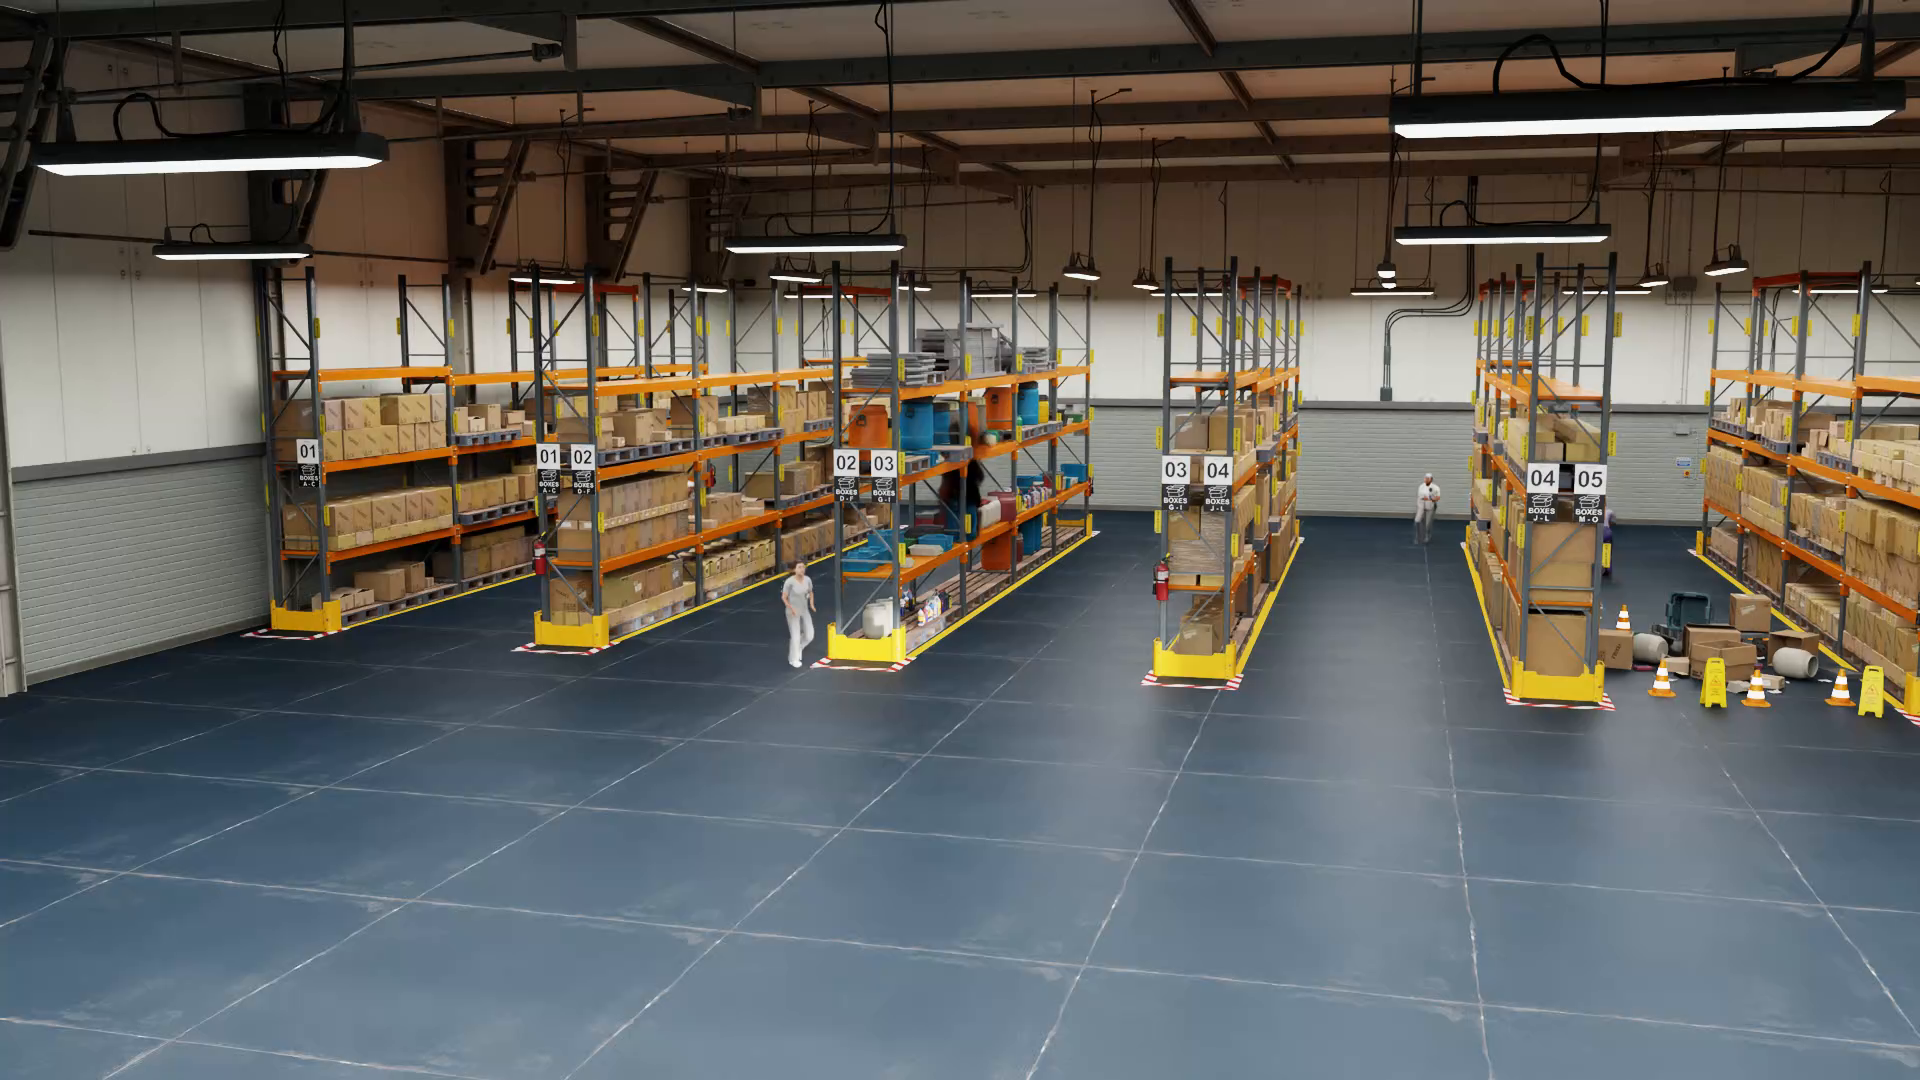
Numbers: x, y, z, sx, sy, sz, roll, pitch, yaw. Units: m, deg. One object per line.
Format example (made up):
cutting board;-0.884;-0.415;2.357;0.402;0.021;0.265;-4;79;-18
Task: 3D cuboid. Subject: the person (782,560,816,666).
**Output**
person;-2.395;1.086;24.676;0.529;1.609;0.534;-4;8;-31

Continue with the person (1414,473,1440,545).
person;10.882;-0.710;38.691;0.582;1.689;0.673;4;8;31

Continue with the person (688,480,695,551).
person;-5.750;-0.367;35.473;0.604;1.826;0.834;3;8;20

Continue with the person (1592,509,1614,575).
person;13.080;-0.070;33.943;0.597;1.582;0.915;0;7;2
